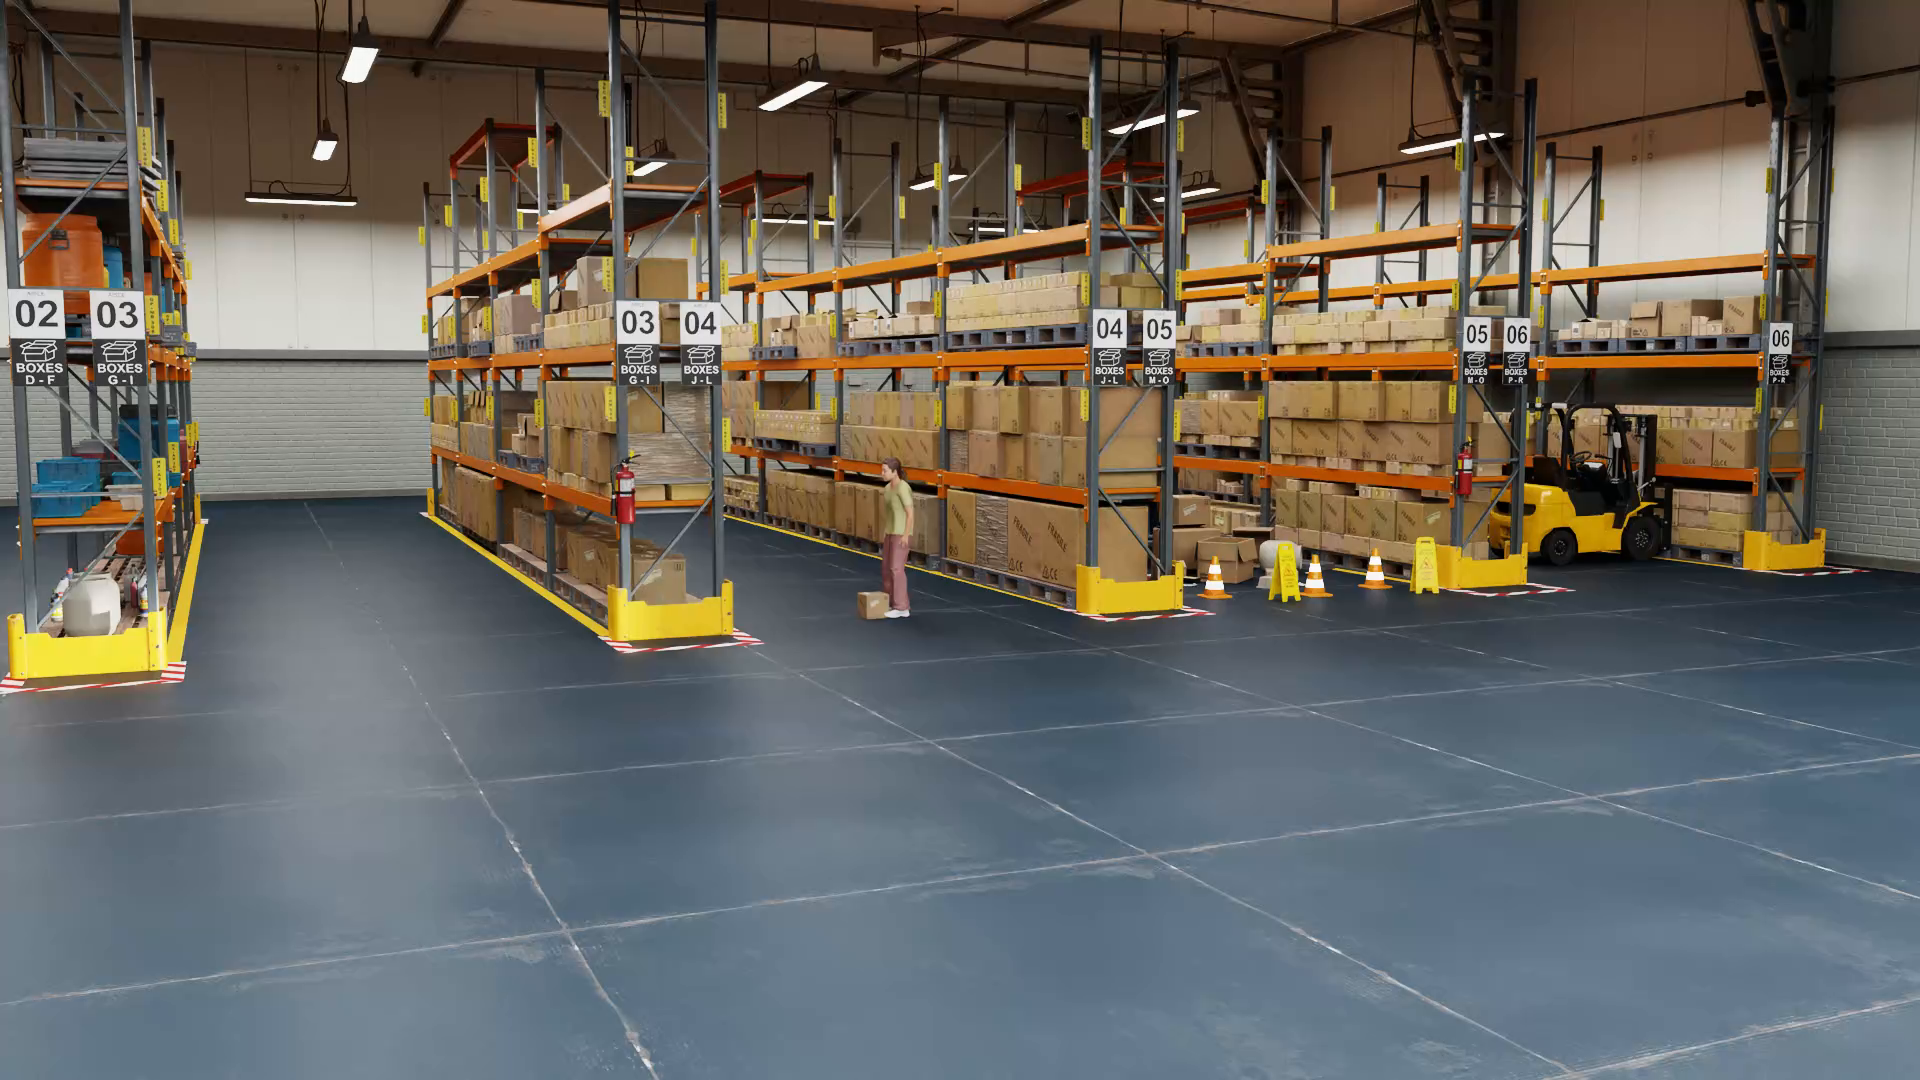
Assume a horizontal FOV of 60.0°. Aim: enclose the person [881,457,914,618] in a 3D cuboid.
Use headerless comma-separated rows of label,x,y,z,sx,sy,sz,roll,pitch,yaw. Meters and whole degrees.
person,-0.681,-0.037,17.358,0.369,1.671,0.509,-3,6,-27
